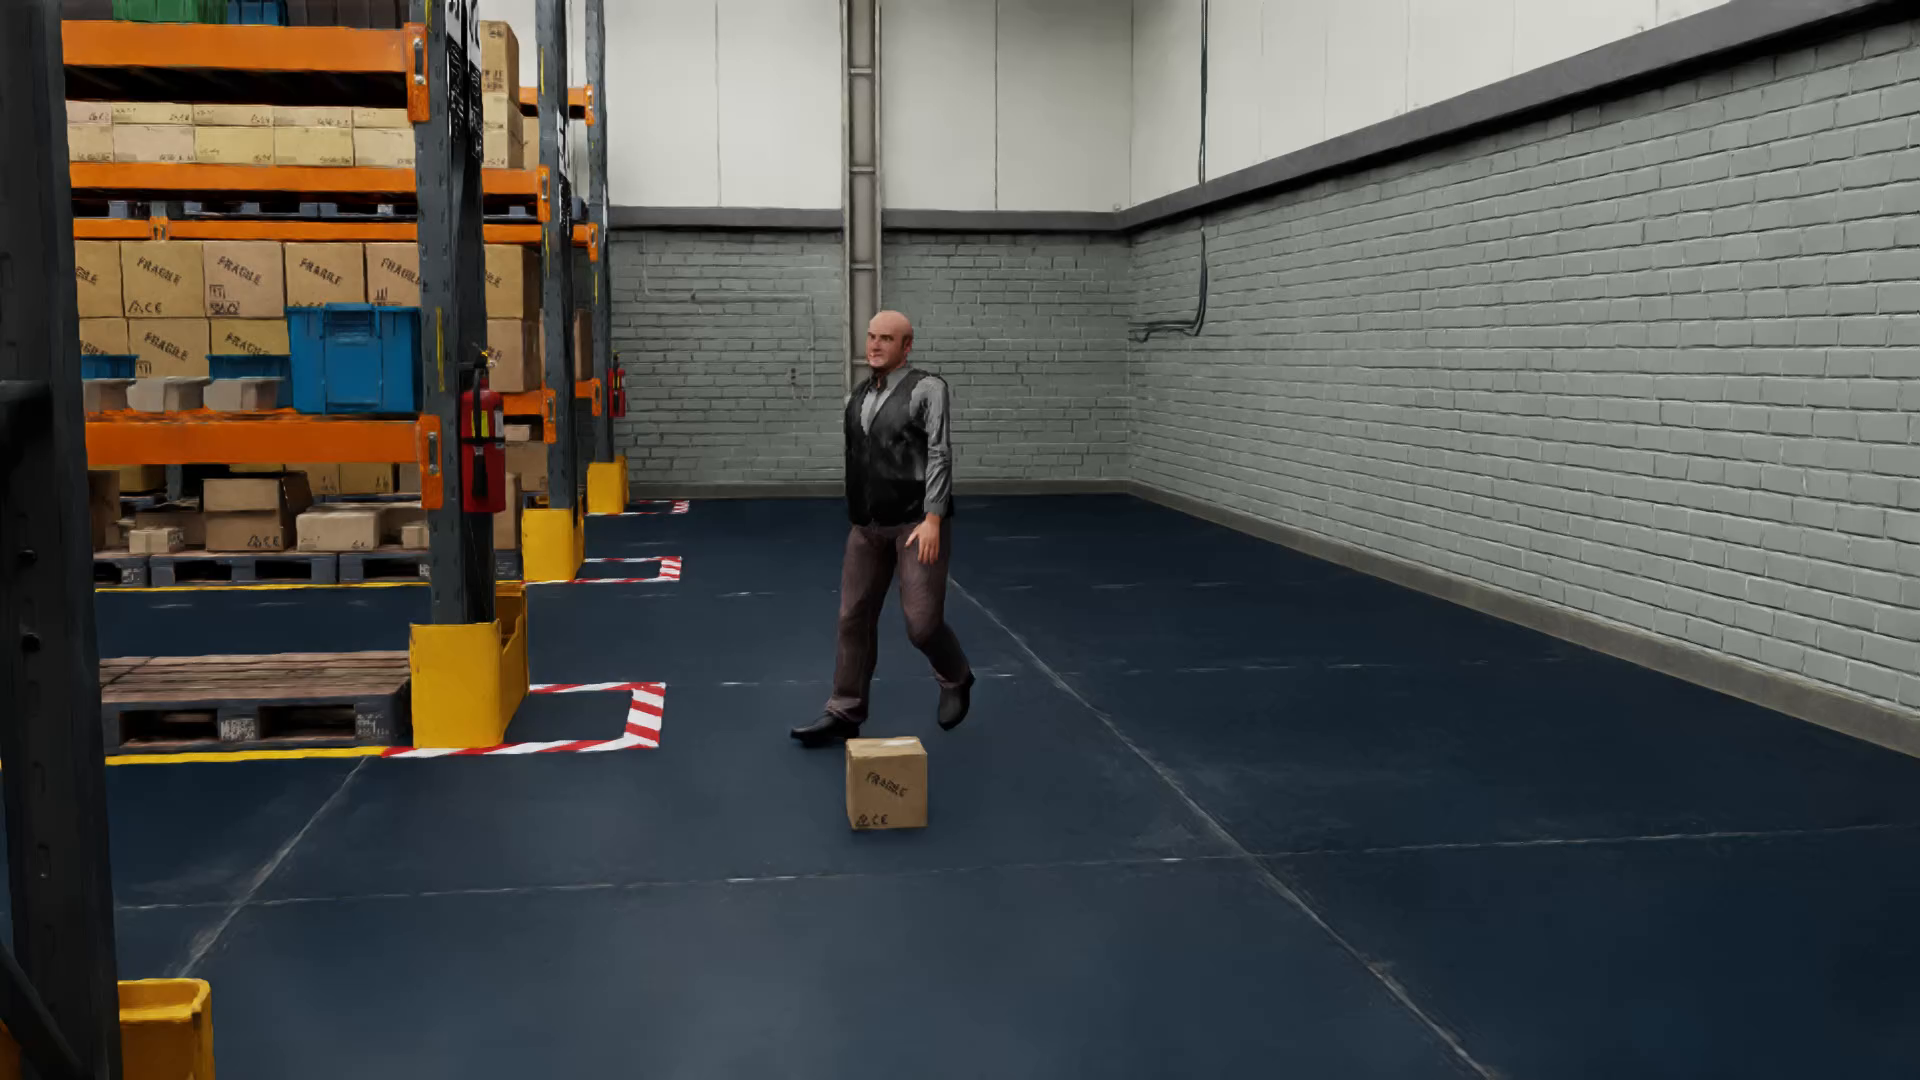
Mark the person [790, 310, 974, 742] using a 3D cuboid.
[{"bbox_3d":[-0.266,-0.049,6.616,0.644,1.715,0.596,5,8,36],"label":"person"}]
